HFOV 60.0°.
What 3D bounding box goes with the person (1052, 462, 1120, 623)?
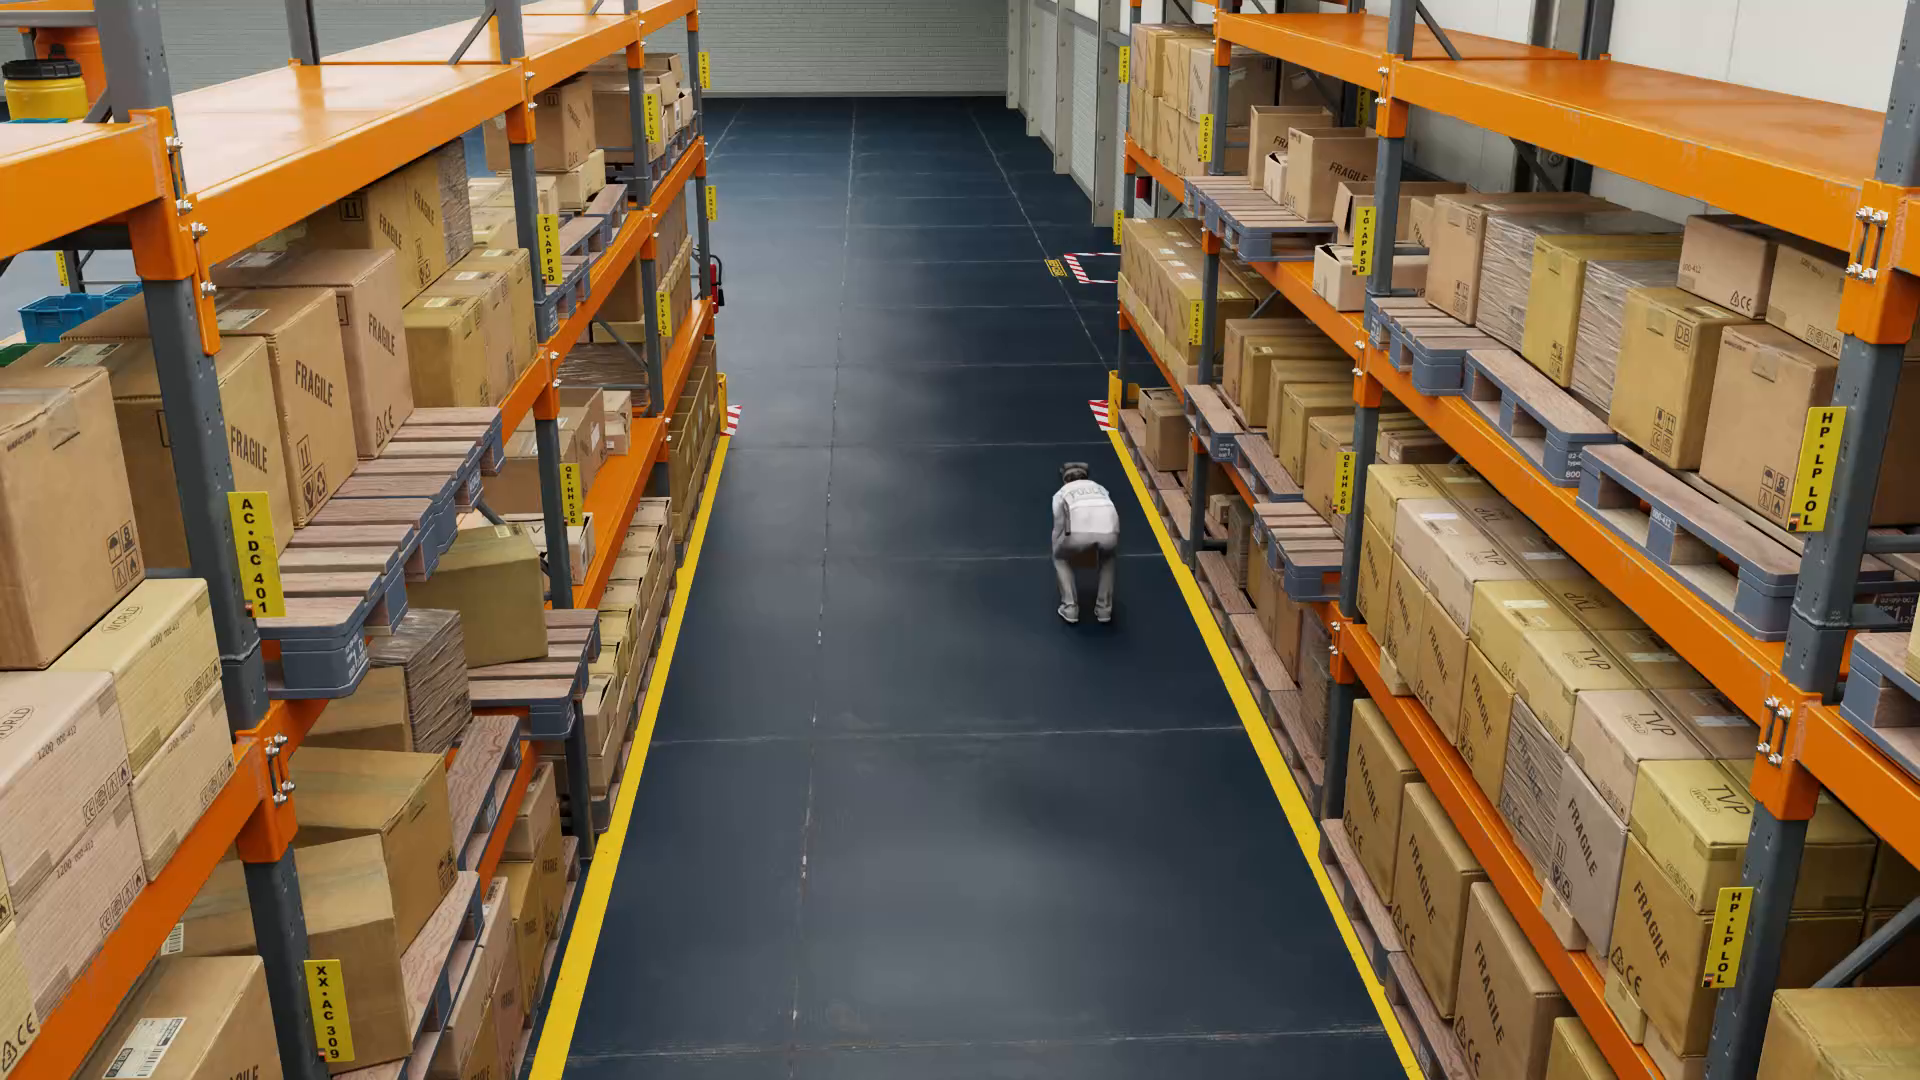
[{"bbox_3d":[0.888,0.017,11.961,0.463,1.017,0.921,-2,21,-6],"label":"person"}]
